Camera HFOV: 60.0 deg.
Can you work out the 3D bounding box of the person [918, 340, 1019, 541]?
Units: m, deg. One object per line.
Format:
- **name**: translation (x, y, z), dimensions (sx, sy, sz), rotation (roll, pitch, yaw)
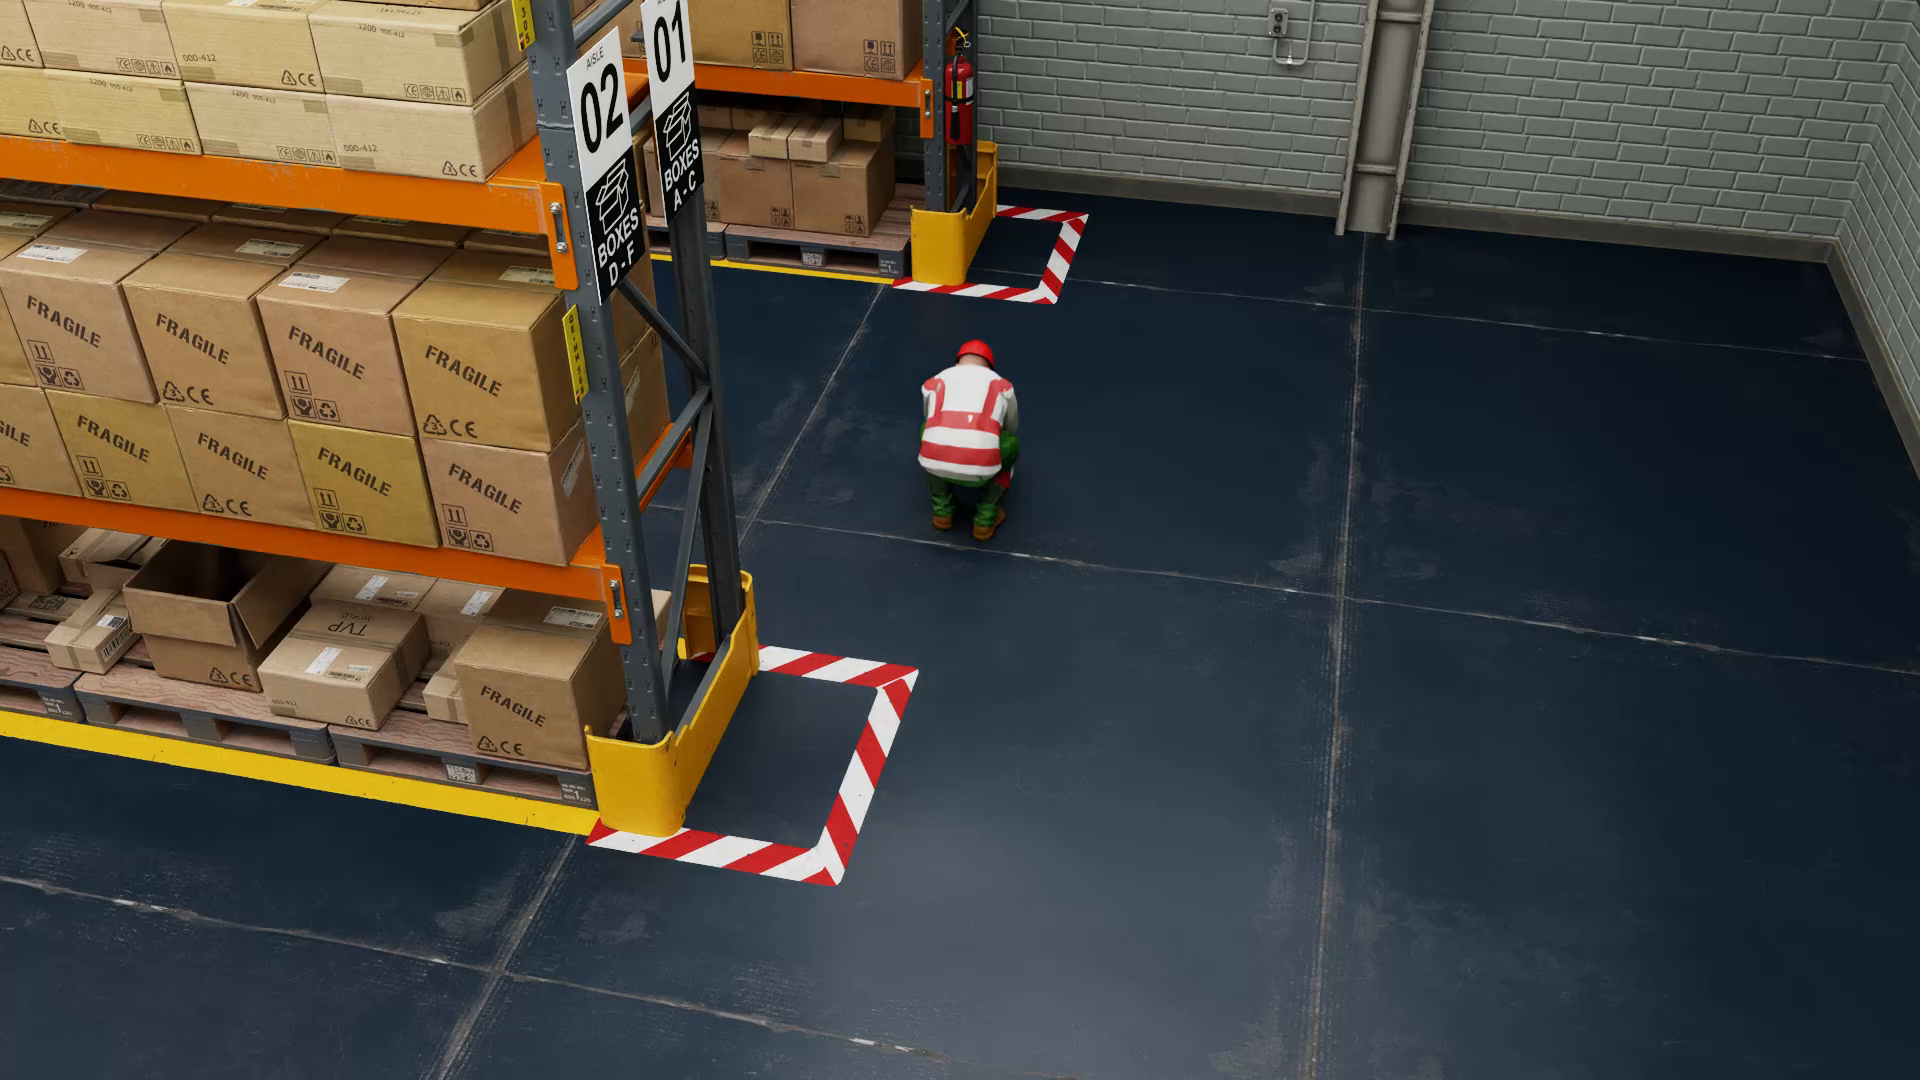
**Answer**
- **person**: translation (0.046, -0.484, 8.489), dimensions (0.529, 0.795, 0.954), rotation (7, 37, 9)
